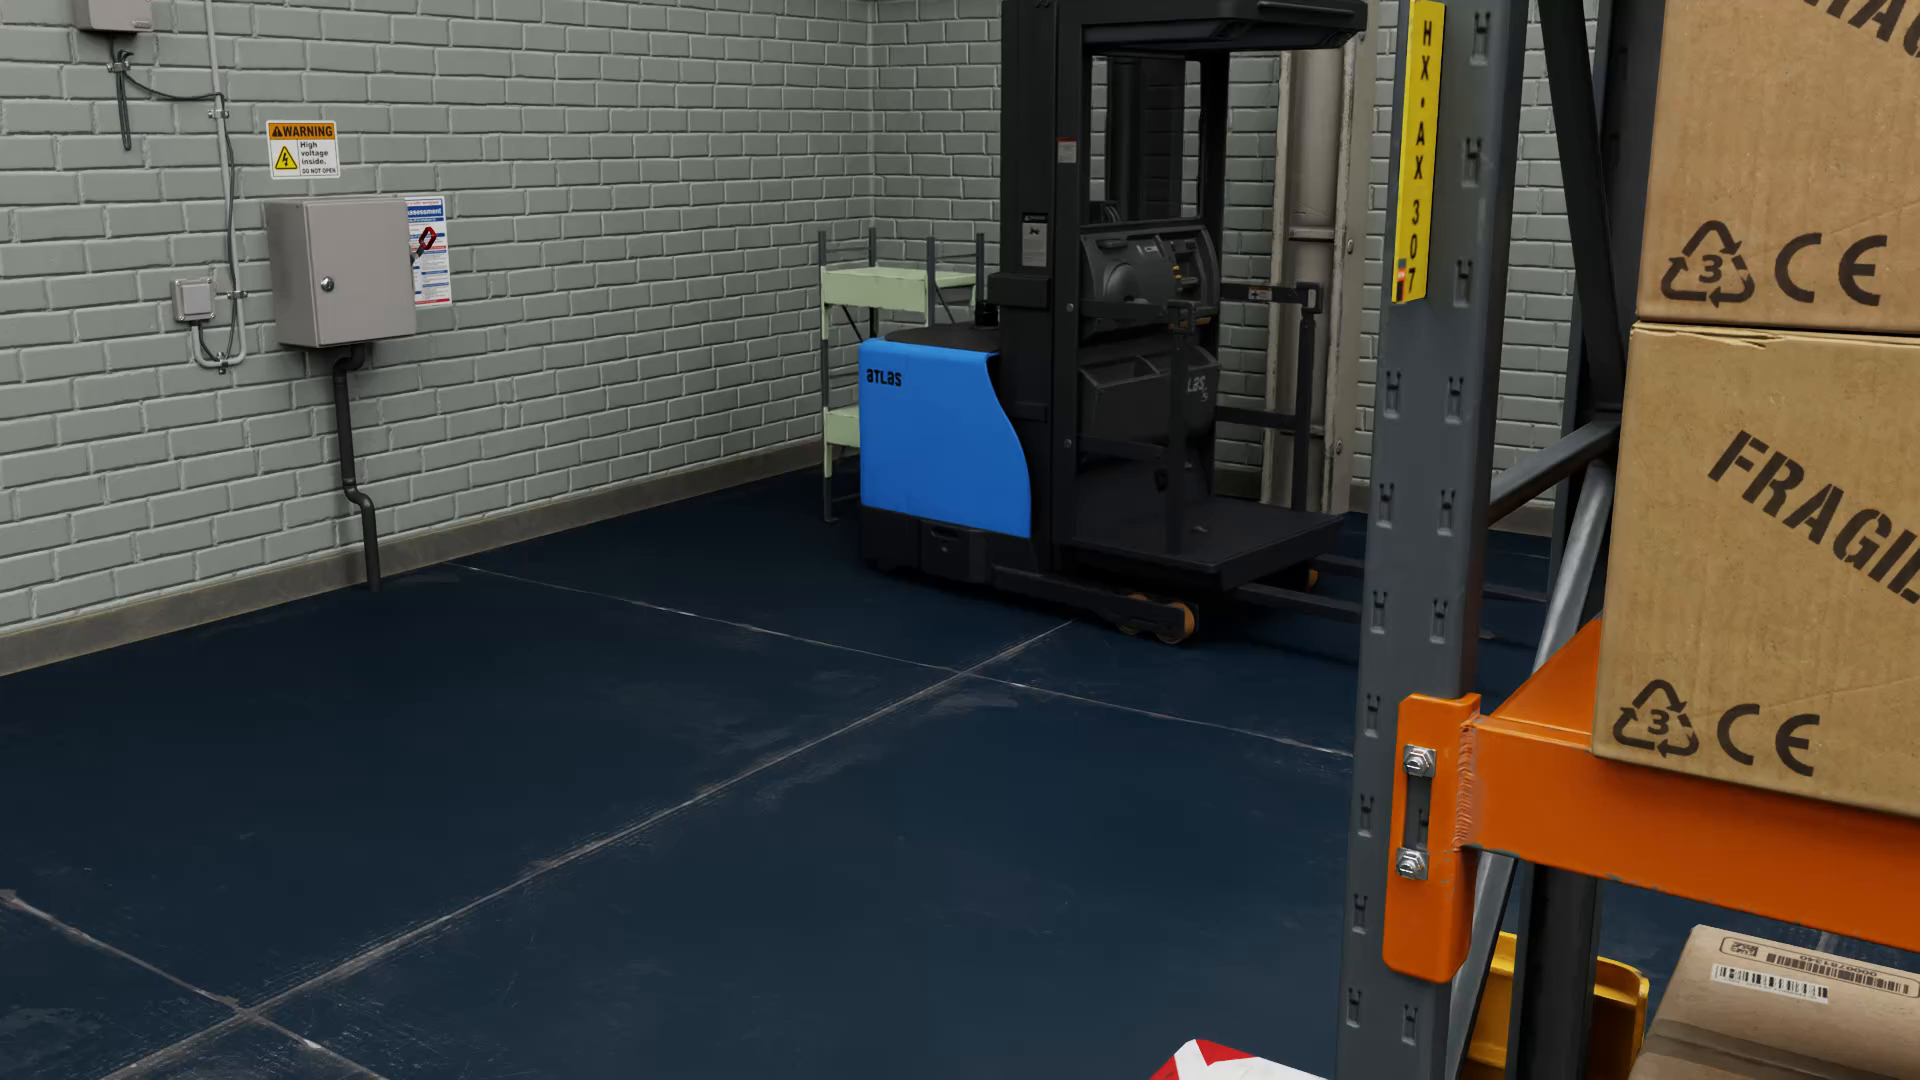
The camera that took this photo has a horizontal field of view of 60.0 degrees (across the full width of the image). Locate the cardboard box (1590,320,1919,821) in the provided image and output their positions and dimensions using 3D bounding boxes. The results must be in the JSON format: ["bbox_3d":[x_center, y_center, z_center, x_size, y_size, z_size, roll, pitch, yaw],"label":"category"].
[{"bbox_3d":[1.065,-0.010,1.911,0.500,0.500,0.500,9,17,32],"label":"cardboard box"}]

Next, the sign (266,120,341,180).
[{"bbox_3d":[-2.775,-1.651,7.032,0.001,0.242,0.339,9,17,33],"label":"sign"}]

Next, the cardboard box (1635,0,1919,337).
[{"bbox_3d":[1.066,-0.495,1.793,0.500,0.500,0.500,9,16,32],"label":"cardboard box"}]

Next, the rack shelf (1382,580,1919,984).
[{"bbox_3d":[2.486,0.535,1.418,4.000,0.370,1.077,9,17,33],"label":"rack shelf"}]

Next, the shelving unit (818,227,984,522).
[{"bbox_3d":[-0.297,-0.803,8.445,0.755,1.500,0.431,12,18,39],"label":"shelving unit"}]

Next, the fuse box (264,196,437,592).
[{"bbox_3d":[-2.572,-0.608,7.219,0.414,1.711,0.539,9,17,33],"label":"fuse box"}]

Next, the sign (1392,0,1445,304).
[{"bbox_3d":[0.512,-0.431,1.857,0.005,0.325,0.100,9,17,33],"label":"sign"}]

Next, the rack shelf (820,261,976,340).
[{"bbox_3d":[-0.297,-1.182,8.351,0.720,0.370,0.431,12,18,39],"label":"rack shelf"}]

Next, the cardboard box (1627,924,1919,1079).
[{"bbox_3d":[1.430,1.026,2.395,0.875,0.438,0.875,9,16,31],"label":"cardboard box"}]

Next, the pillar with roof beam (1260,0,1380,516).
[{"bbox_3d":[-0.543,-3.668,4.413,0.400,9.000,9.100,9,17,33],"label":"pillar with roof beam"}]

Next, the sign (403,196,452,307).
[{"bbox_3d":[-2.468,-1.314,7.585,0.001,0.494,0.329,9,17,33],"label":"sign"}]

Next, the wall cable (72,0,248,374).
[{"bbox_3d":[-3.083,-1.612,6.477,0.122,1.984,0.588,9,17,33],"label":"wall cable"}]

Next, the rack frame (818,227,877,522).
[{"bbox_3d":[-0.575,-0.860,8.676,0.023,1.500,0.400,12,18,39],"label":"rack frame"}]

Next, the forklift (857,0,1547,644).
[{"bbox_3d":[0.968,-1.150,6.868,3.031,2.935,1.130,12,18,39],"label":"forklift"}]

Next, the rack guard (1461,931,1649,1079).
[{"bbox_3d":[0.807,1.127,2.728,0.348,0.500,1.175,9,17,33],"label":"rack guard"}]

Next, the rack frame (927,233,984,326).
[{"bbox_3d":[-0.020,-0.746,8.214,0.023,1.500,0.400,12,18,39],"label":"rack frame"}]

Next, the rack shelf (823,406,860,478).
[{"bbox_3d":[-0.297,-0.486,8.523,0.720,0.370,0.431,12,18,39],"label":"rack shelf"}]
